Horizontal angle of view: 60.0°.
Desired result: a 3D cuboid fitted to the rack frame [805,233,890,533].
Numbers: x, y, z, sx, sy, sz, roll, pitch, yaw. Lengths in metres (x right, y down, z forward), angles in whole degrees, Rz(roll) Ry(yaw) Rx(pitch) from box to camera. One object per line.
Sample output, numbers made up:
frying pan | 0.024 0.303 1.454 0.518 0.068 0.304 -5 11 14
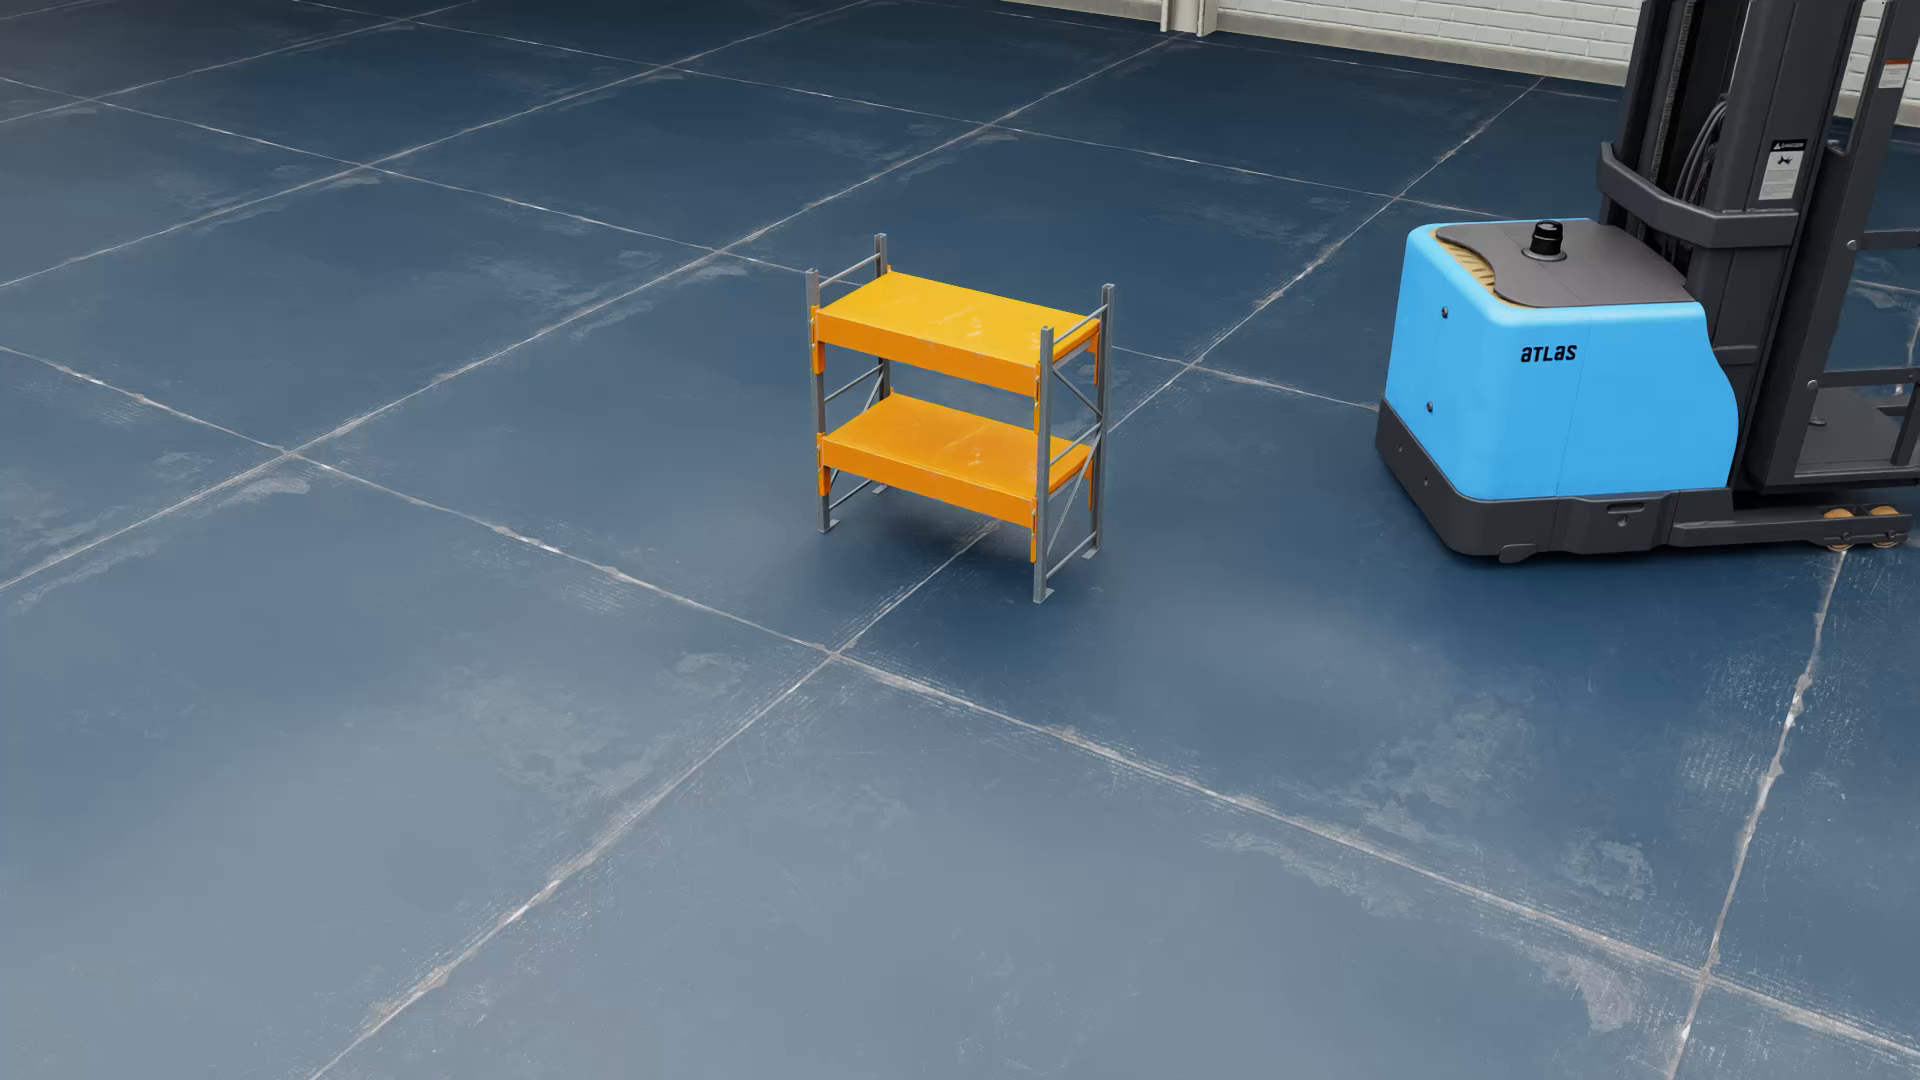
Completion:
rack frame | -0.436 -0.624 6.703 0.032 1.125 0.500 18 35 27

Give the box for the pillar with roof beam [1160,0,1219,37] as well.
pillar with roof beam | -0.331 -6.414 8.814 0.400 9.000 9.100 18 35 27

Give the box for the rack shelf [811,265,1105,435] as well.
rack shelf | -0.006 -0.740 6.322 1.000 0.278 0.538 18 35 27

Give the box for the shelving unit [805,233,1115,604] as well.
shelving unit | -0.006 -0.488 6.470 1.048 1.125 0.538 18 35 27

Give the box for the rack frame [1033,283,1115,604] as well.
rack frame | 0.425 -0.351 6.236 0.032 1.125 0.500 18 35 27

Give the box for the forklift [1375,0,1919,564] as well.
forklift | 3.378 -1.484 6.386 3.031 2.935 1.130 -3 30 -6

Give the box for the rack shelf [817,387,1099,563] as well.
rack shelf | -0.006 -0.276 6.593 1.000 0.278 0.538 18 35 27
